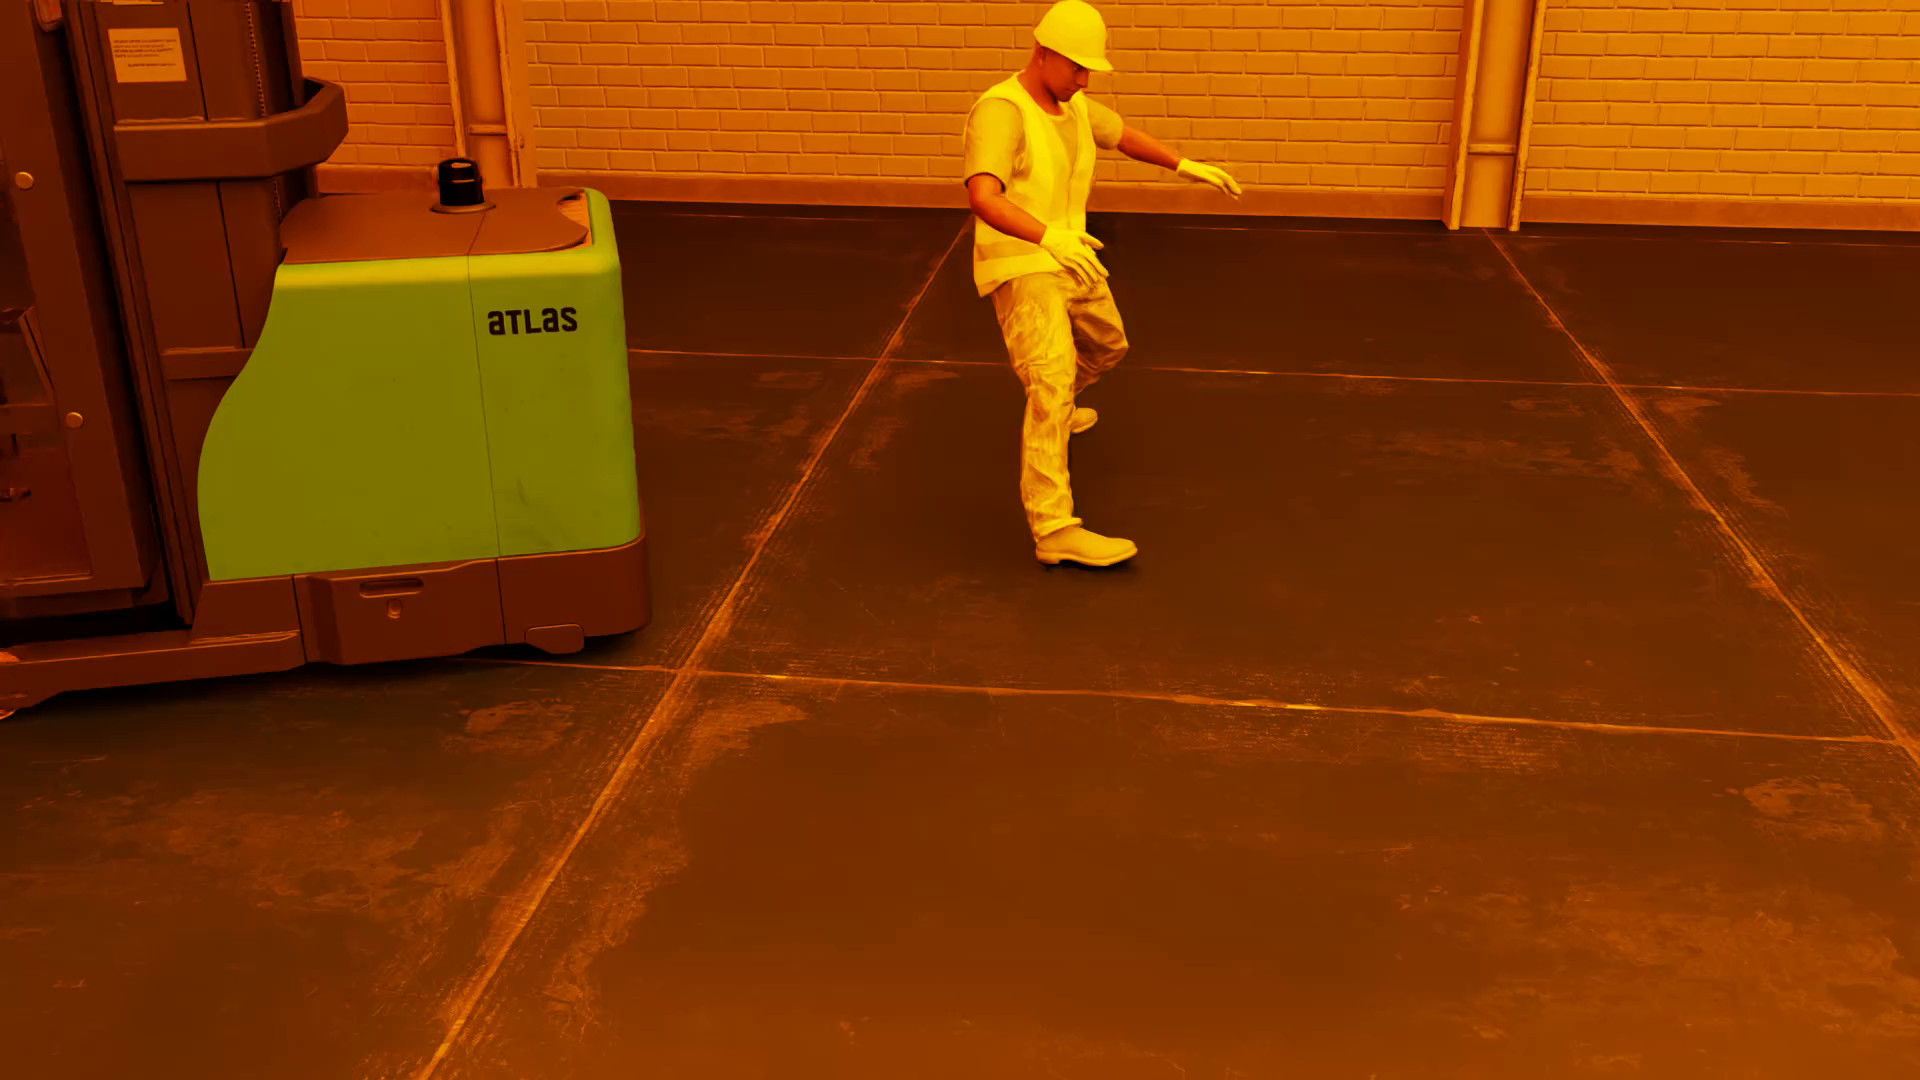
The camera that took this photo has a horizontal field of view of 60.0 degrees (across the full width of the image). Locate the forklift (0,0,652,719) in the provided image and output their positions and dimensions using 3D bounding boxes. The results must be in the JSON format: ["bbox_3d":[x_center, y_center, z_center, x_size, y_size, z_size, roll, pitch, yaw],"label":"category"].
[{"bbox_3d":[-2.401,-1.117,4.028,3.031,2.935,1.130,-5,22,-12],"label":"forklift"}]

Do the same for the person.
[{"bbox_3d":[0.405,-0.897,5.292,0.948,1.573,1.274,14,26,31],"label":"person"}]
